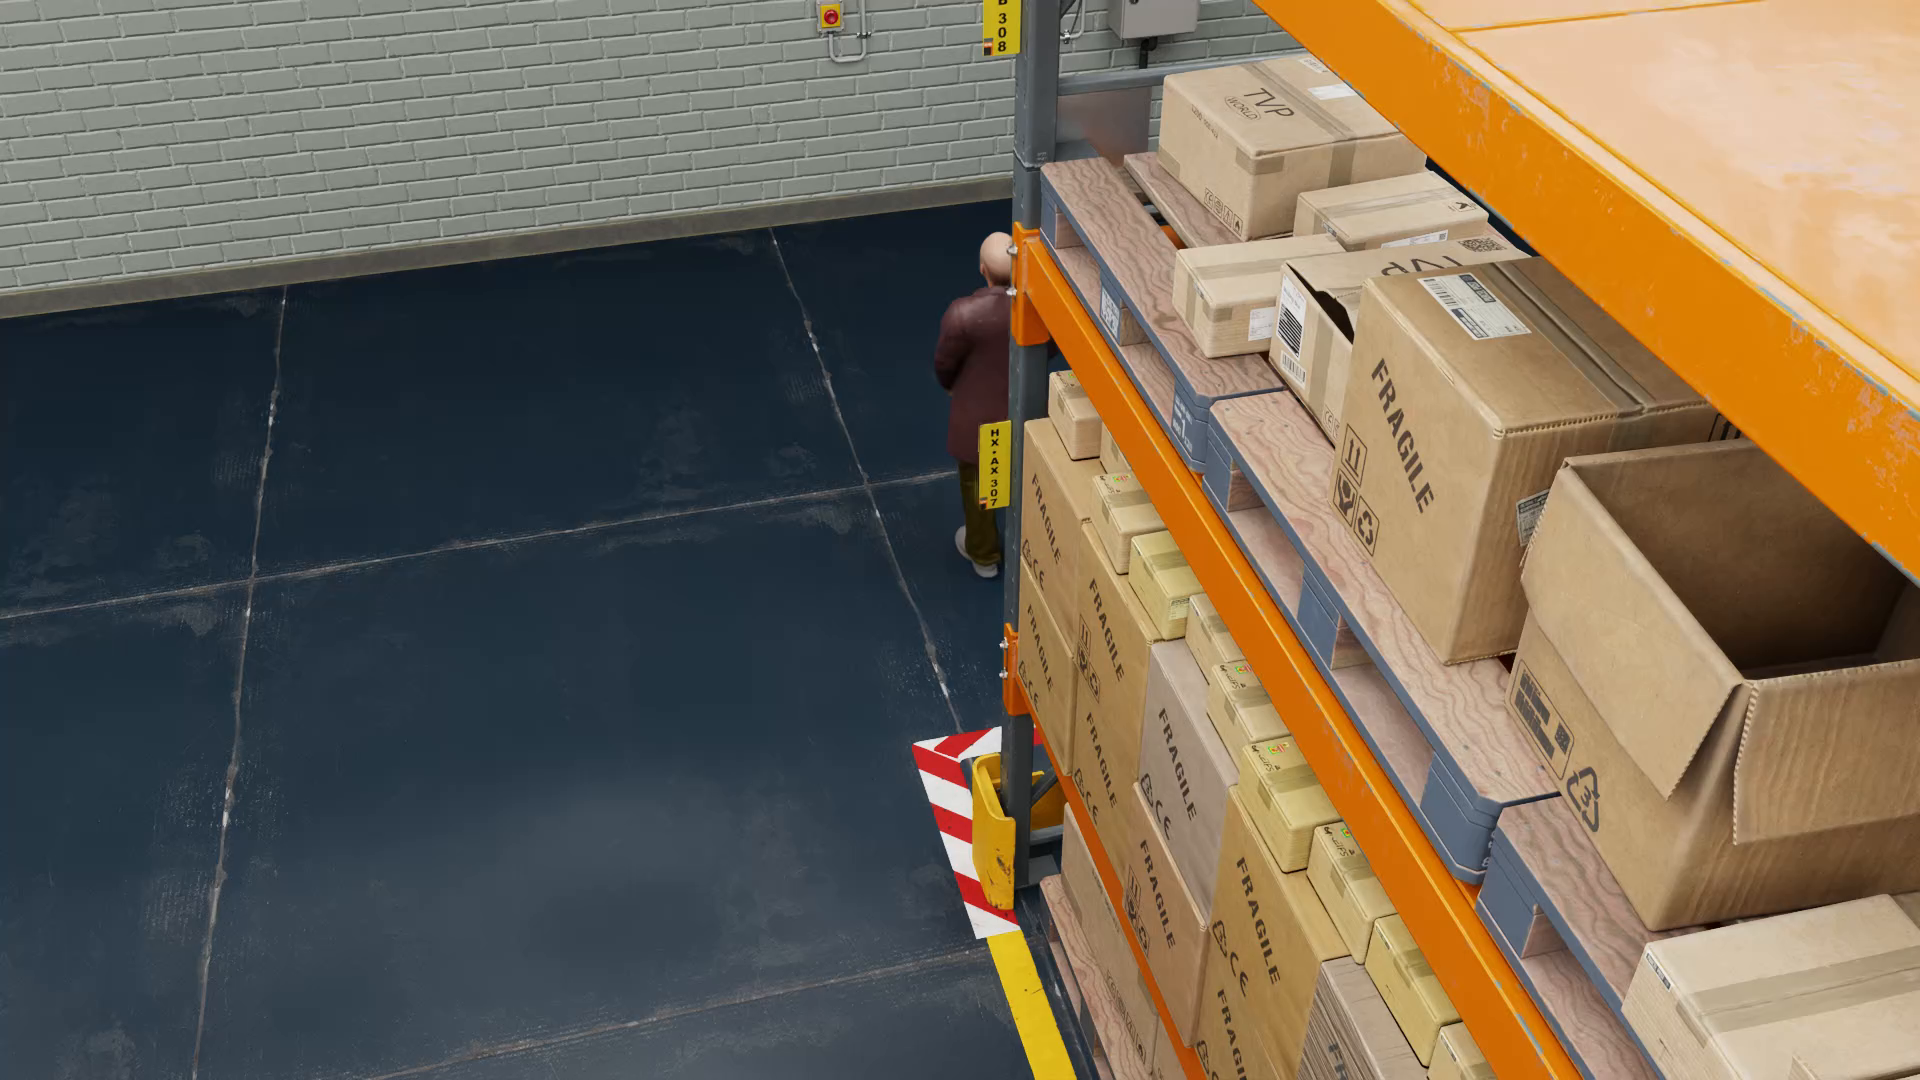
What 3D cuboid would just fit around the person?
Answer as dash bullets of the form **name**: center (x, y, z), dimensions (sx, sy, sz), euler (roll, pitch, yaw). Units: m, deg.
- **person**: center (0.149, -0.637, 7.552), dimensions (0.585, 1.784, 0.481), euler (-9, 39, -11)
